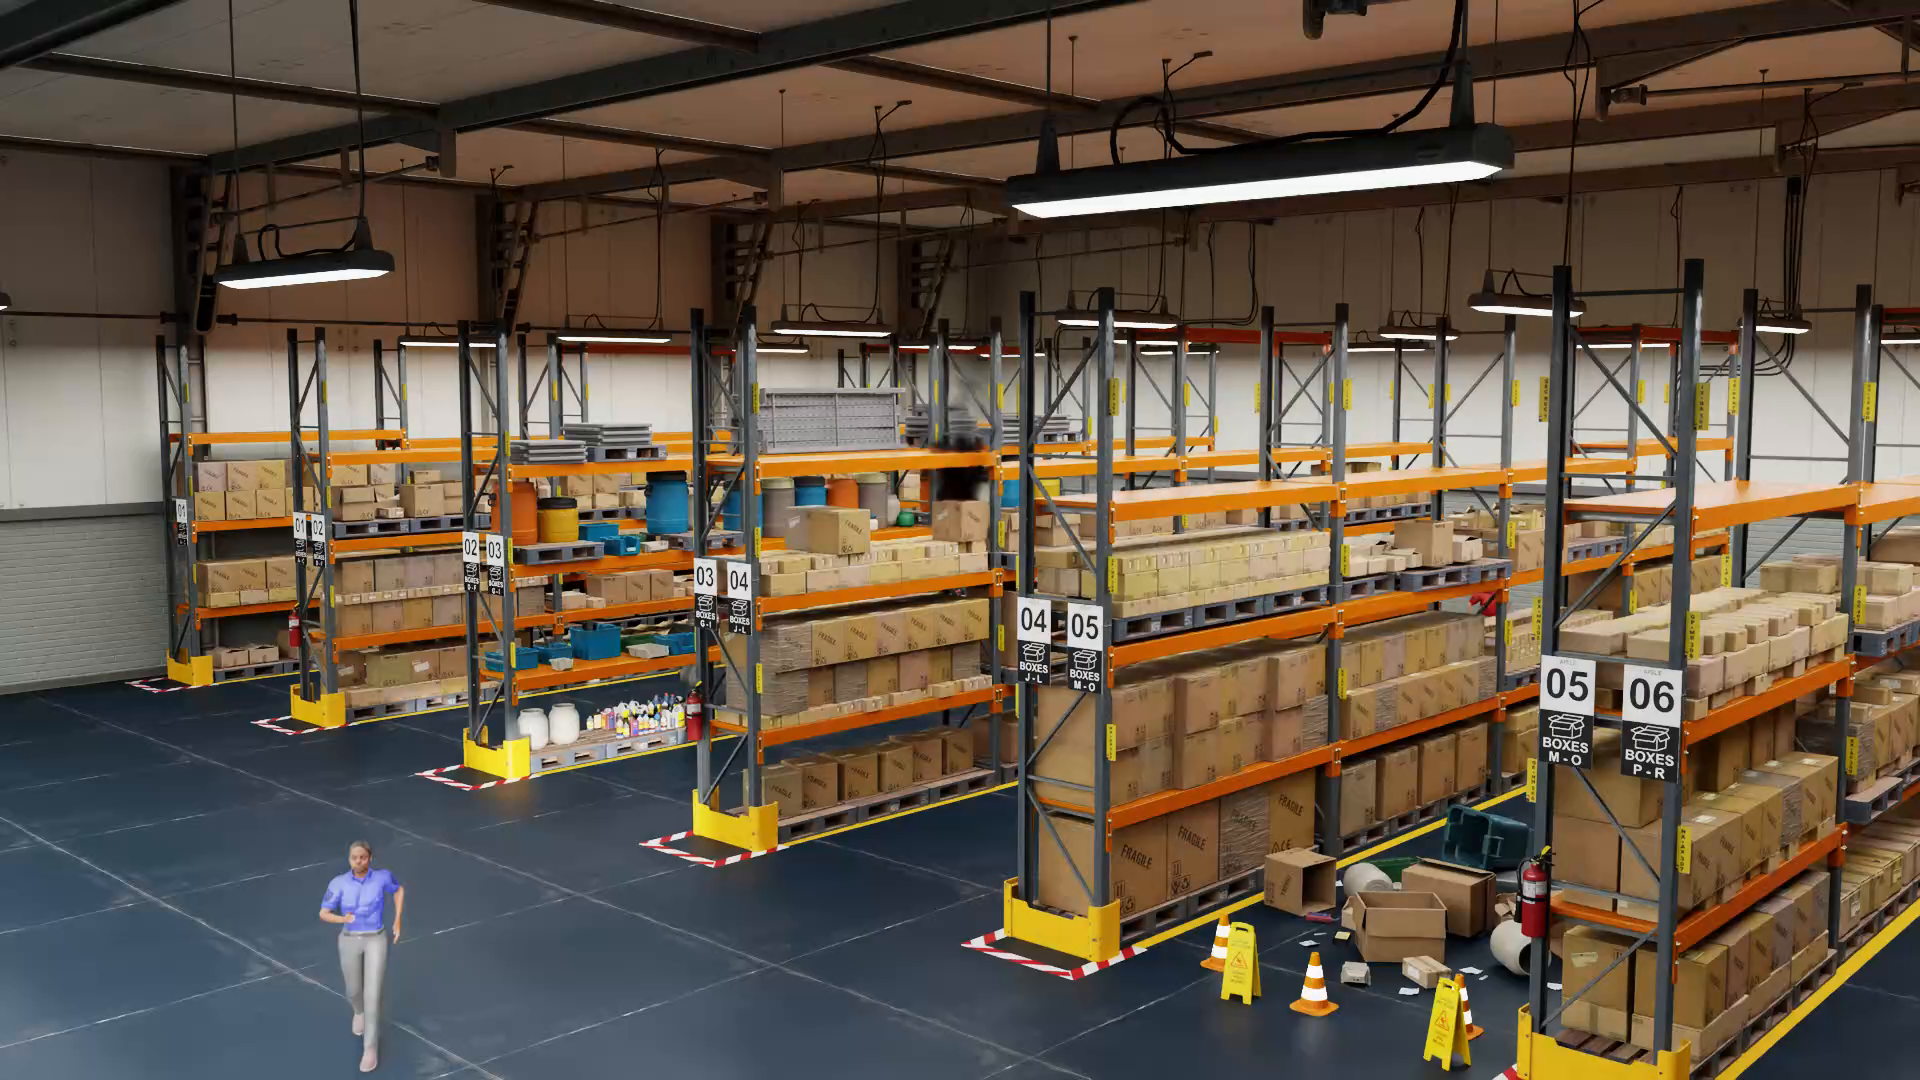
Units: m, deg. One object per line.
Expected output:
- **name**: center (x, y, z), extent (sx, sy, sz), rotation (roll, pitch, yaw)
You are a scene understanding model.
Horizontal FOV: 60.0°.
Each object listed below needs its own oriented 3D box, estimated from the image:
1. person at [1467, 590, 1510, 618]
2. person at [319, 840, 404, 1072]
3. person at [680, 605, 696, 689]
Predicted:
- **person**: center (9.616, 1.529, 29.915), extent (0.702, 1.745, 0.778), rotation (-2, 6, -20)
- **person**: center (-4.592, 3.119, 12.793), extent (0.604, 1.662, 0.900), rotation (-1, 6, -15)
- **person**: center (-4.227, 1.849, 26.558), extent (0.614, 1.648, 0.571), rotation (4, 7, 37)
